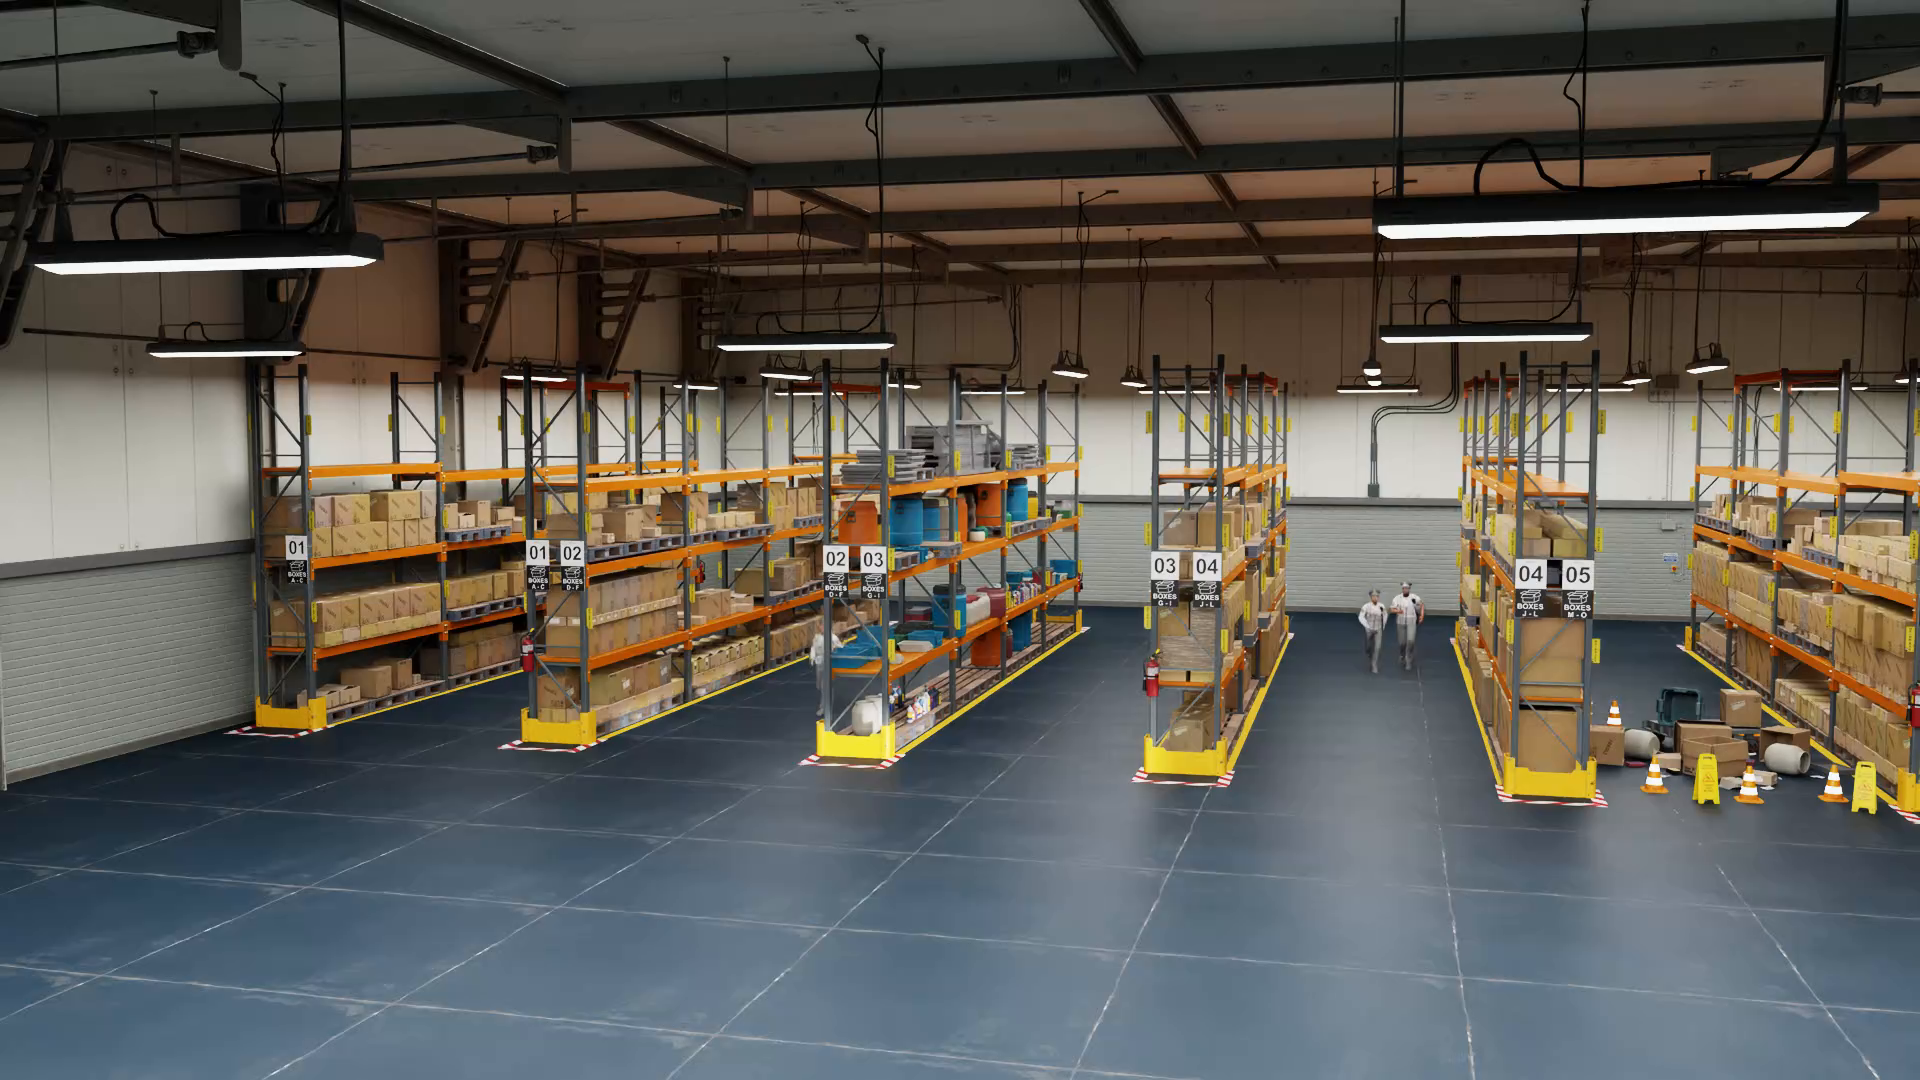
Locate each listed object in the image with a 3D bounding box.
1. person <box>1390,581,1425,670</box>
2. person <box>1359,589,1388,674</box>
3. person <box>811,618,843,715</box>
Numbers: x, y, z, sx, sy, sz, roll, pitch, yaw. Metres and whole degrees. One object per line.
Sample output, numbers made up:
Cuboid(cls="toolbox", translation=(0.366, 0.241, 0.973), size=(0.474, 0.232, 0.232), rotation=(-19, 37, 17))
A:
Cuboid(cls="person", translation=(9.249, 1.755, 34.434), size=(0.668, 1.815, 0.897), rotation=(1, 4, 20))
Cuboid(cls="person", translation=(8.451, 1.847, 34.000), size=(0.594, 1.692, 1.008), rotation=(1, 4, 13))
Cuboid(cls="person", translation=(-2.313, 2.181, 29.019), size=(0.623, 1.687, 0.706), rotation=(2, 4, 23))
